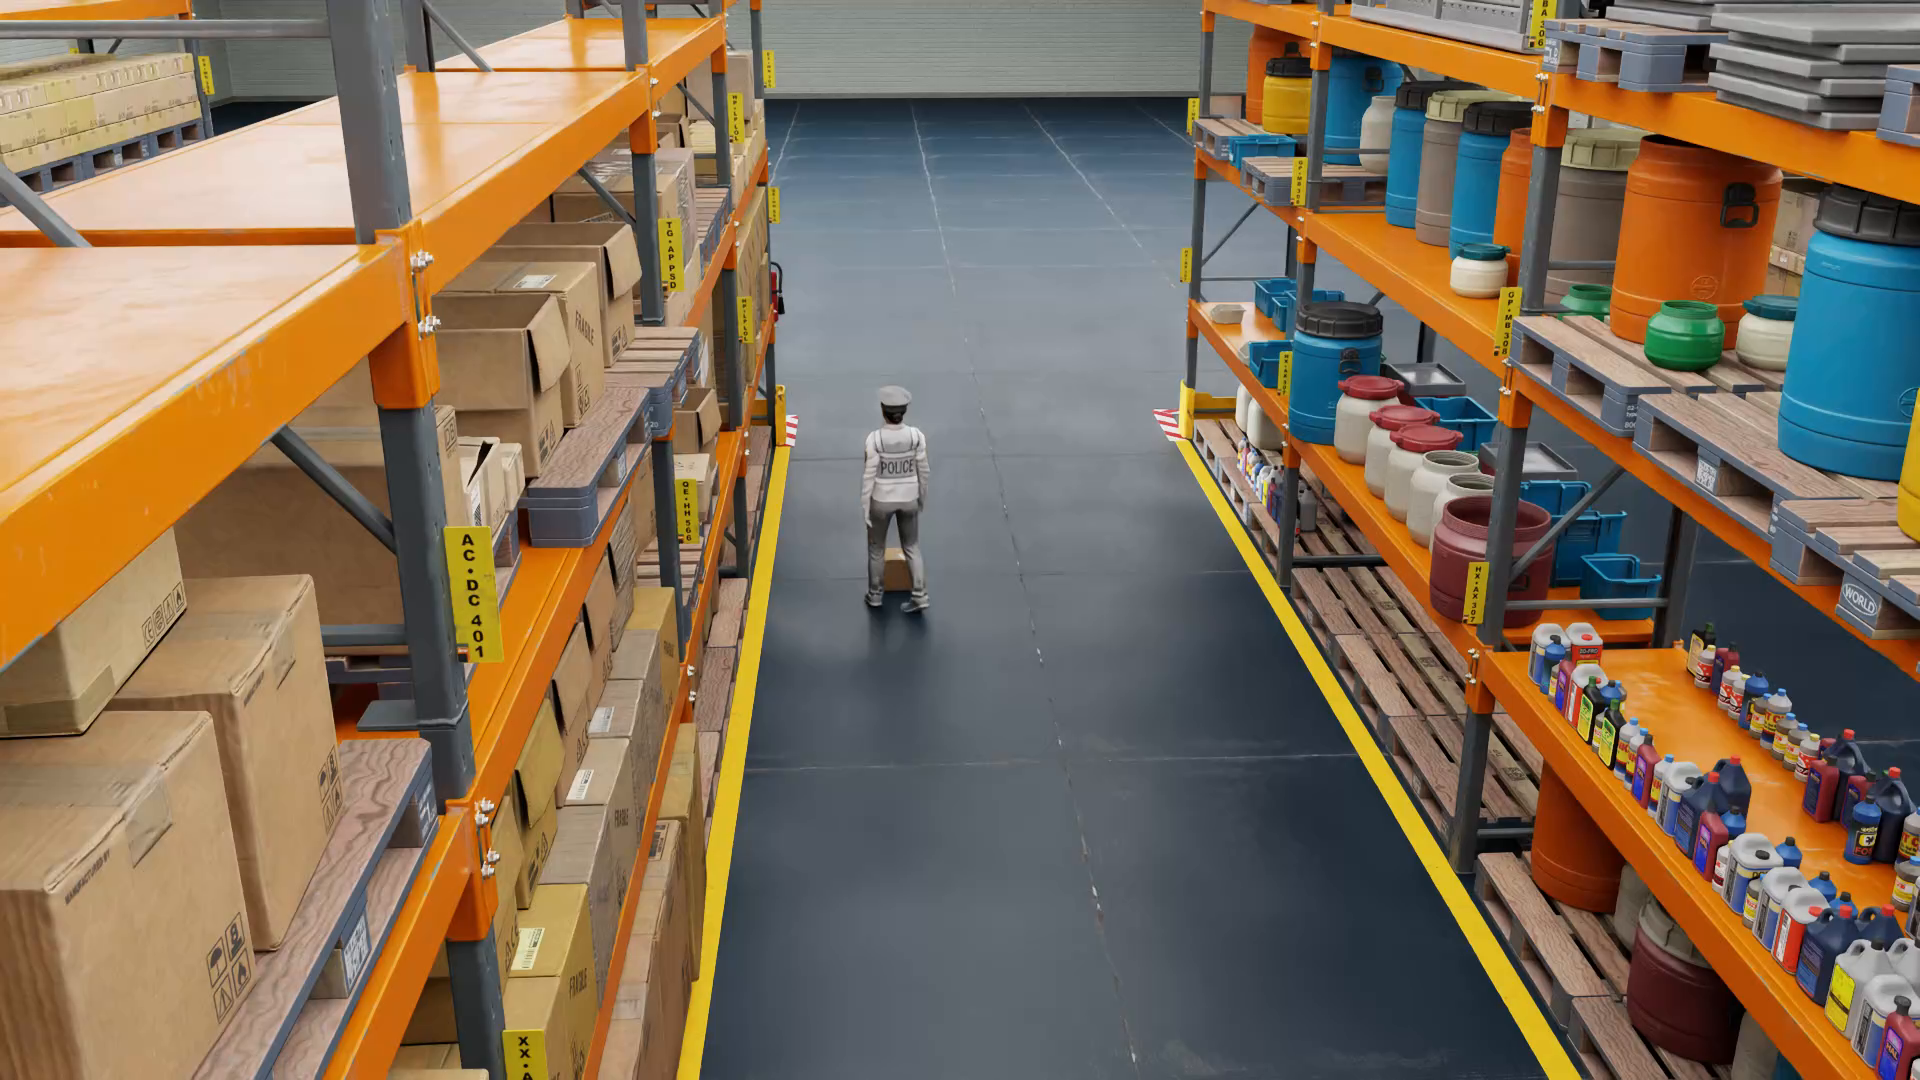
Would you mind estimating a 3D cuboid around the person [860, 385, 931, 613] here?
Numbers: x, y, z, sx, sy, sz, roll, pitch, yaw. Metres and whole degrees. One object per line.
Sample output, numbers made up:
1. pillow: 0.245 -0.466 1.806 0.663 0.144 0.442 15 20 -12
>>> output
1. person: -0.488 -0.291 11.868 0.509 1.689 0.541 -6 21 -15
